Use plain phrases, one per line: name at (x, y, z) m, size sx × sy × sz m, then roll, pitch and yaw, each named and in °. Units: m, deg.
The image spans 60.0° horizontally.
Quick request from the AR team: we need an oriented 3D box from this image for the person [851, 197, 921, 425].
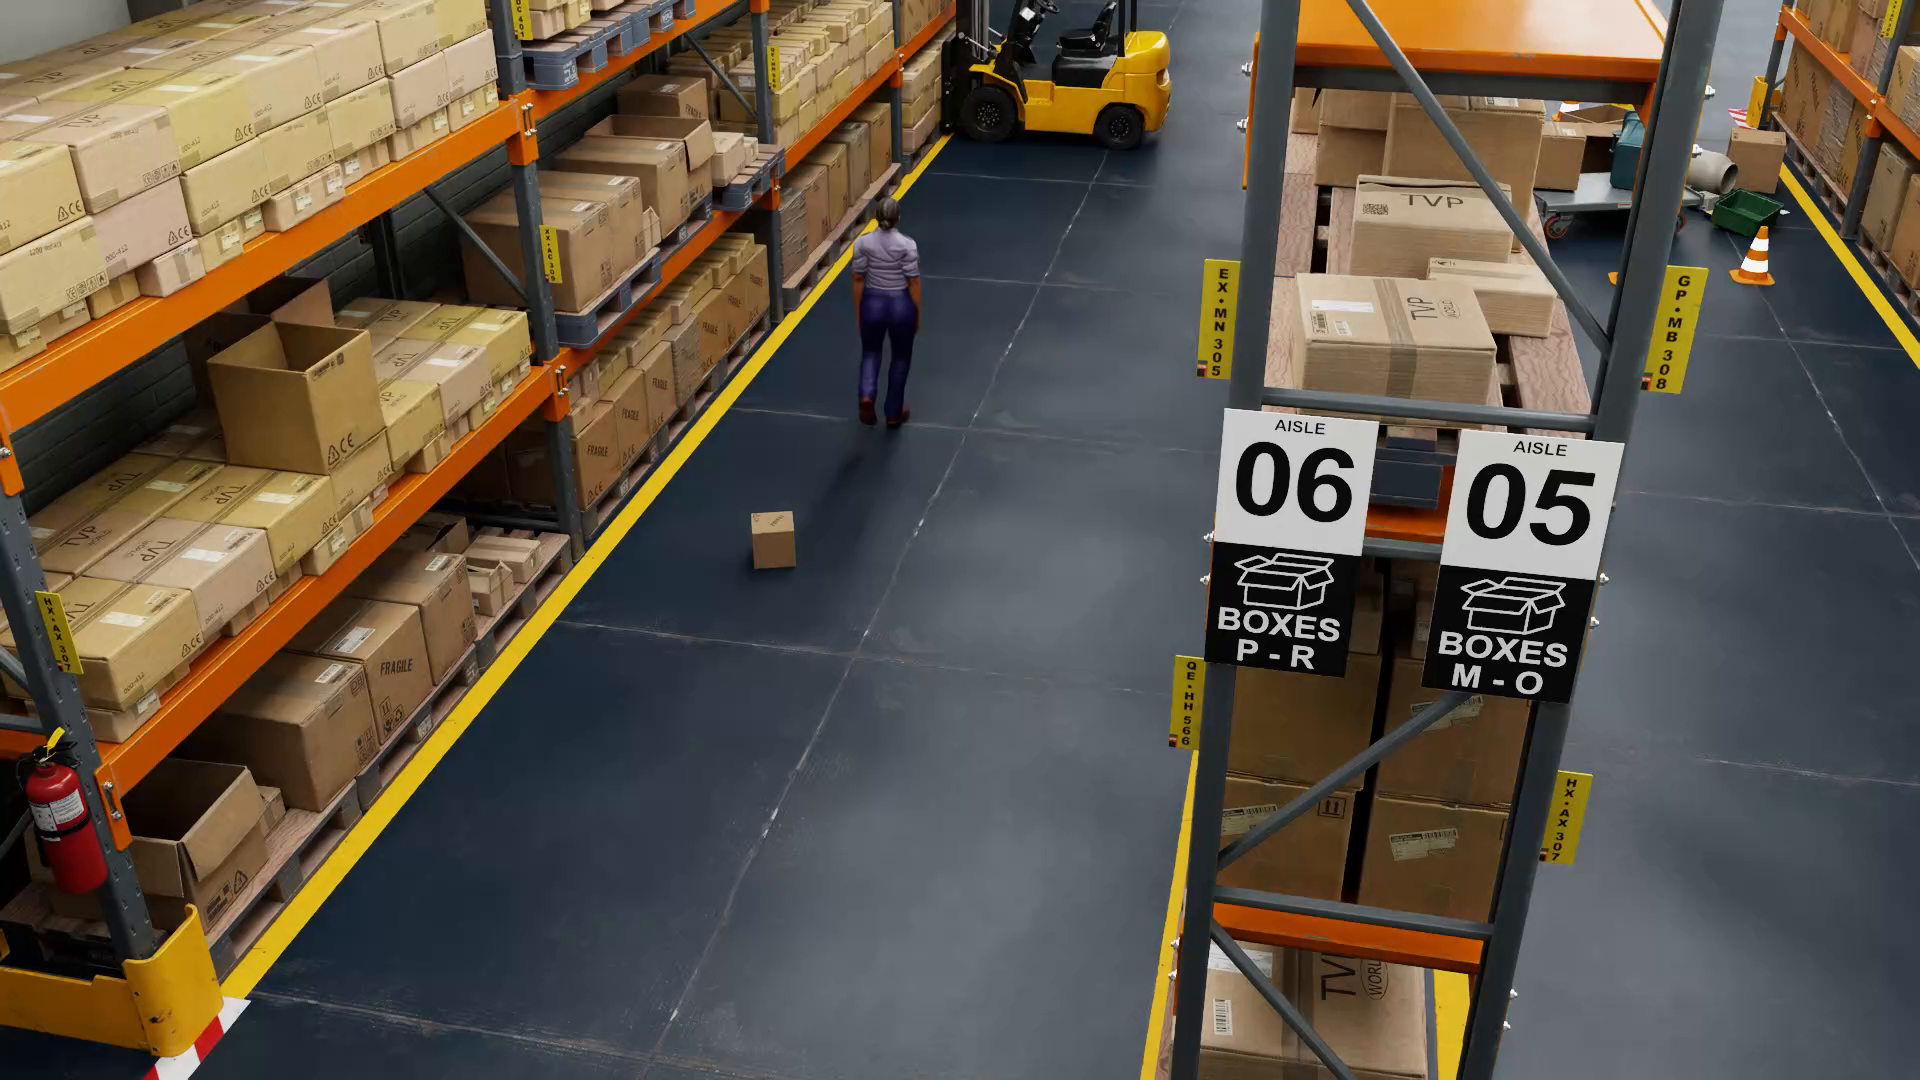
person at (-0.503, -1.544, 11.370) m, size 0.472 × 1.631 × 0.497 m, roll 5°, pitch 29°, yaw 10°
